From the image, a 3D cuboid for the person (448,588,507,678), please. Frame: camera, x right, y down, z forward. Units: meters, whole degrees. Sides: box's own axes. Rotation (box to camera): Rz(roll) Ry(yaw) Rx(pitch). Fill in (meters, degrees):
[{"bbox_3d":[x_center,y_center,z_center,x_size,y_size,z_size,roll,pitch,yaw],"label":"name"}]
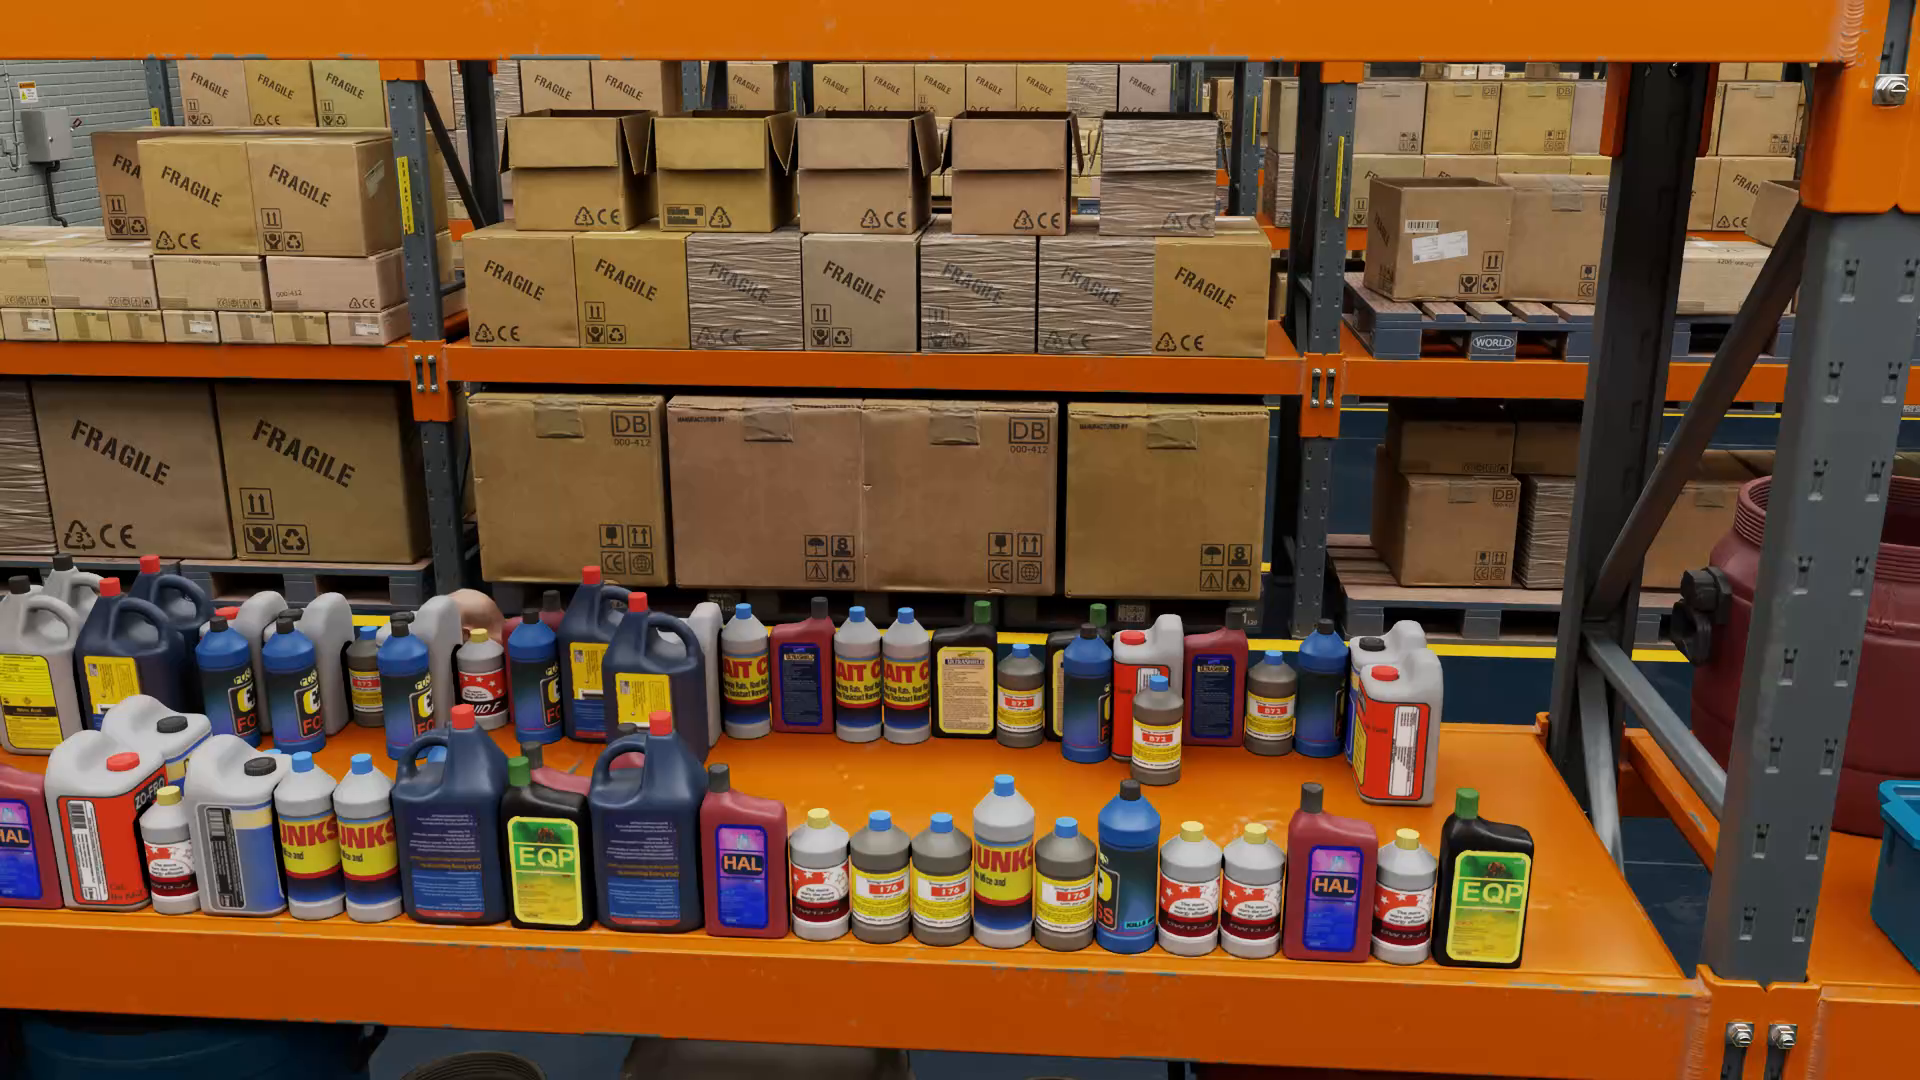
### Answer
[{"bbox_3d":[-1.330,0.620,5.403,0.911,0.995,0.598,1,17,4],"label":"person"}]
